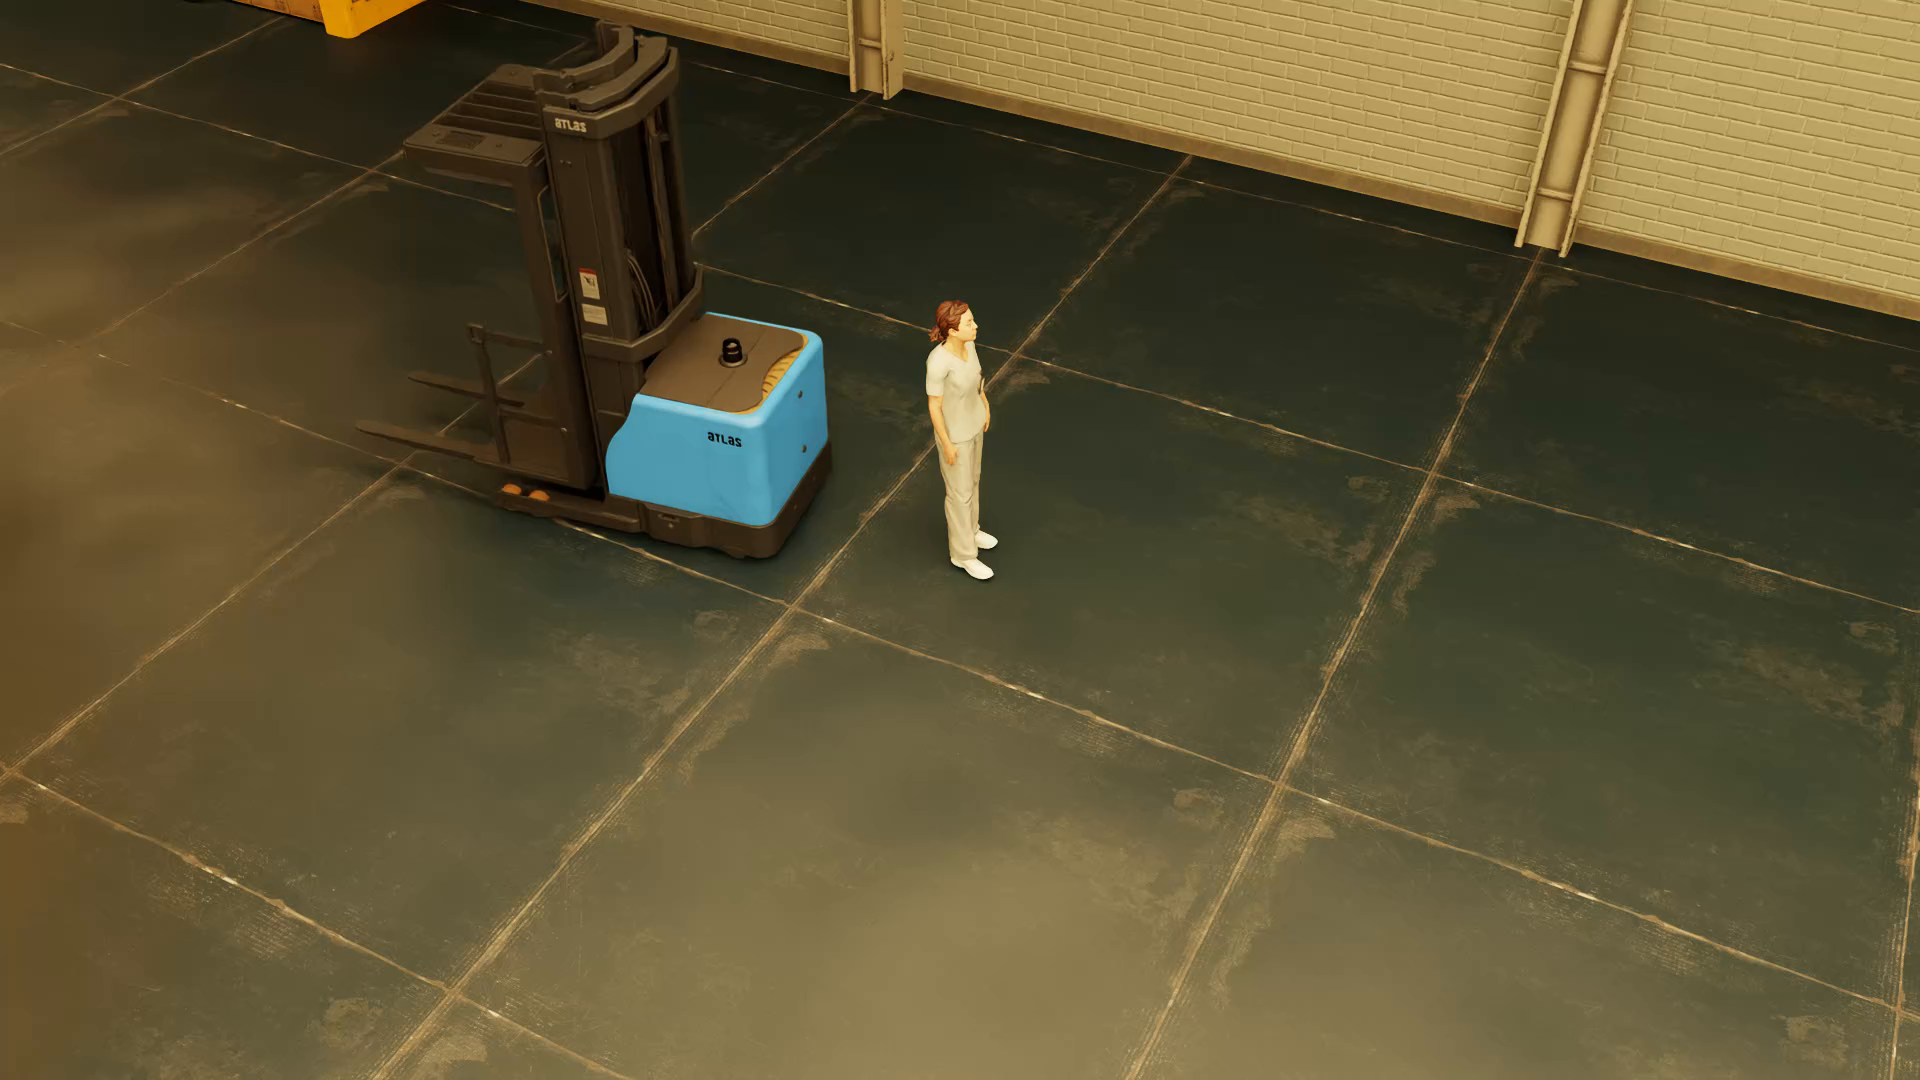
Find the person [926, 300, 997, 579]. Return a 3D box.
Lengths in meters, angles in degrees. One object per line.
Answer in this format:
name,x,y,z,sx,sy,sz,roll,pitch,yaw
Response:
person,0.059,-0.617,9.683,0.549,1.675,0.550,18,43,21

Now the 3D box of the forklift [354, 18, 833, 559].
forklift,-2.395,-1.574,9.855,3.031,2.935,1.130,12,42,14
